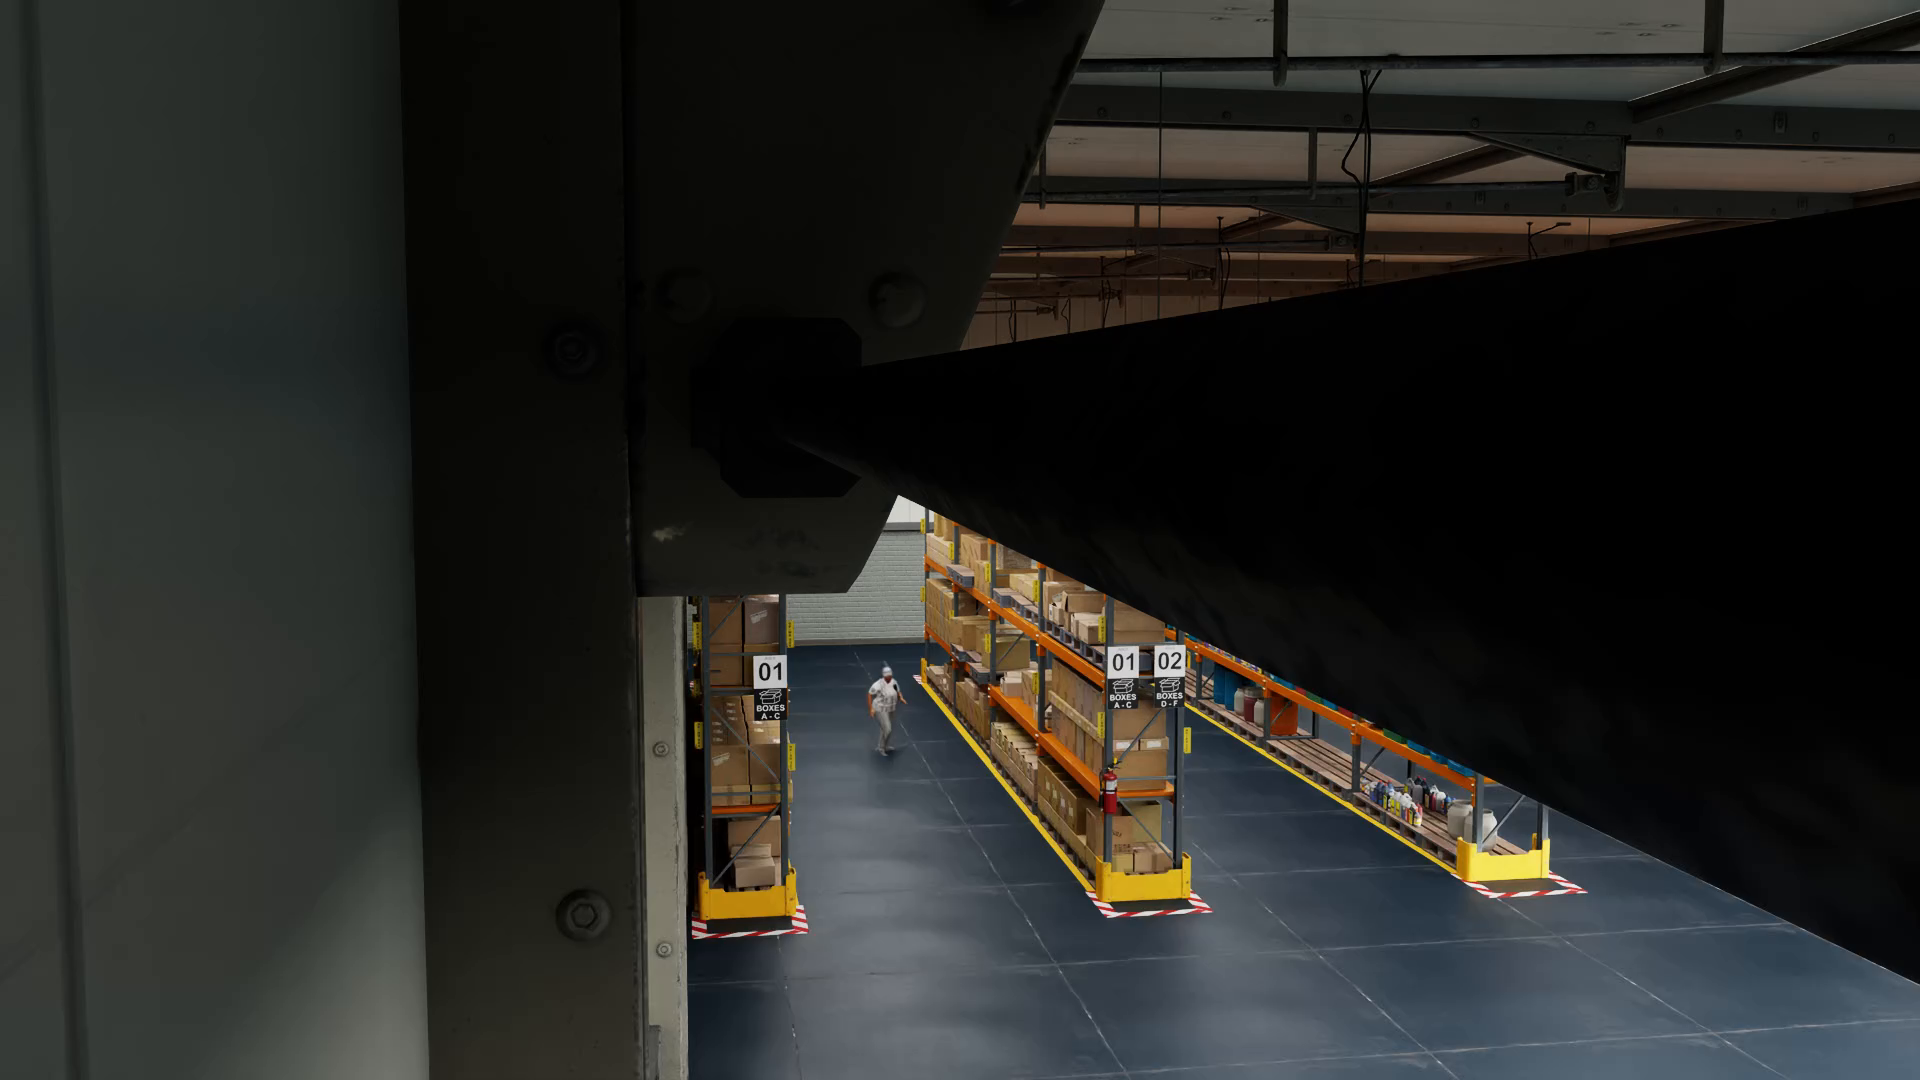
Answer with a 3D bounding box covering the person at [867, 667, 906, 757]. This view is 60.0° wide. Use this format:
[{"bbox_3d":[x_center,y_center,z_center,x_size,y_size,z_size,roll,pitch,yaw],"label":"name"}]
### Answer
[{"bbox_3d":[-1.261,3.013,29.168,0.789,1.640,0.639,4,6,39],"label":"person"}]
